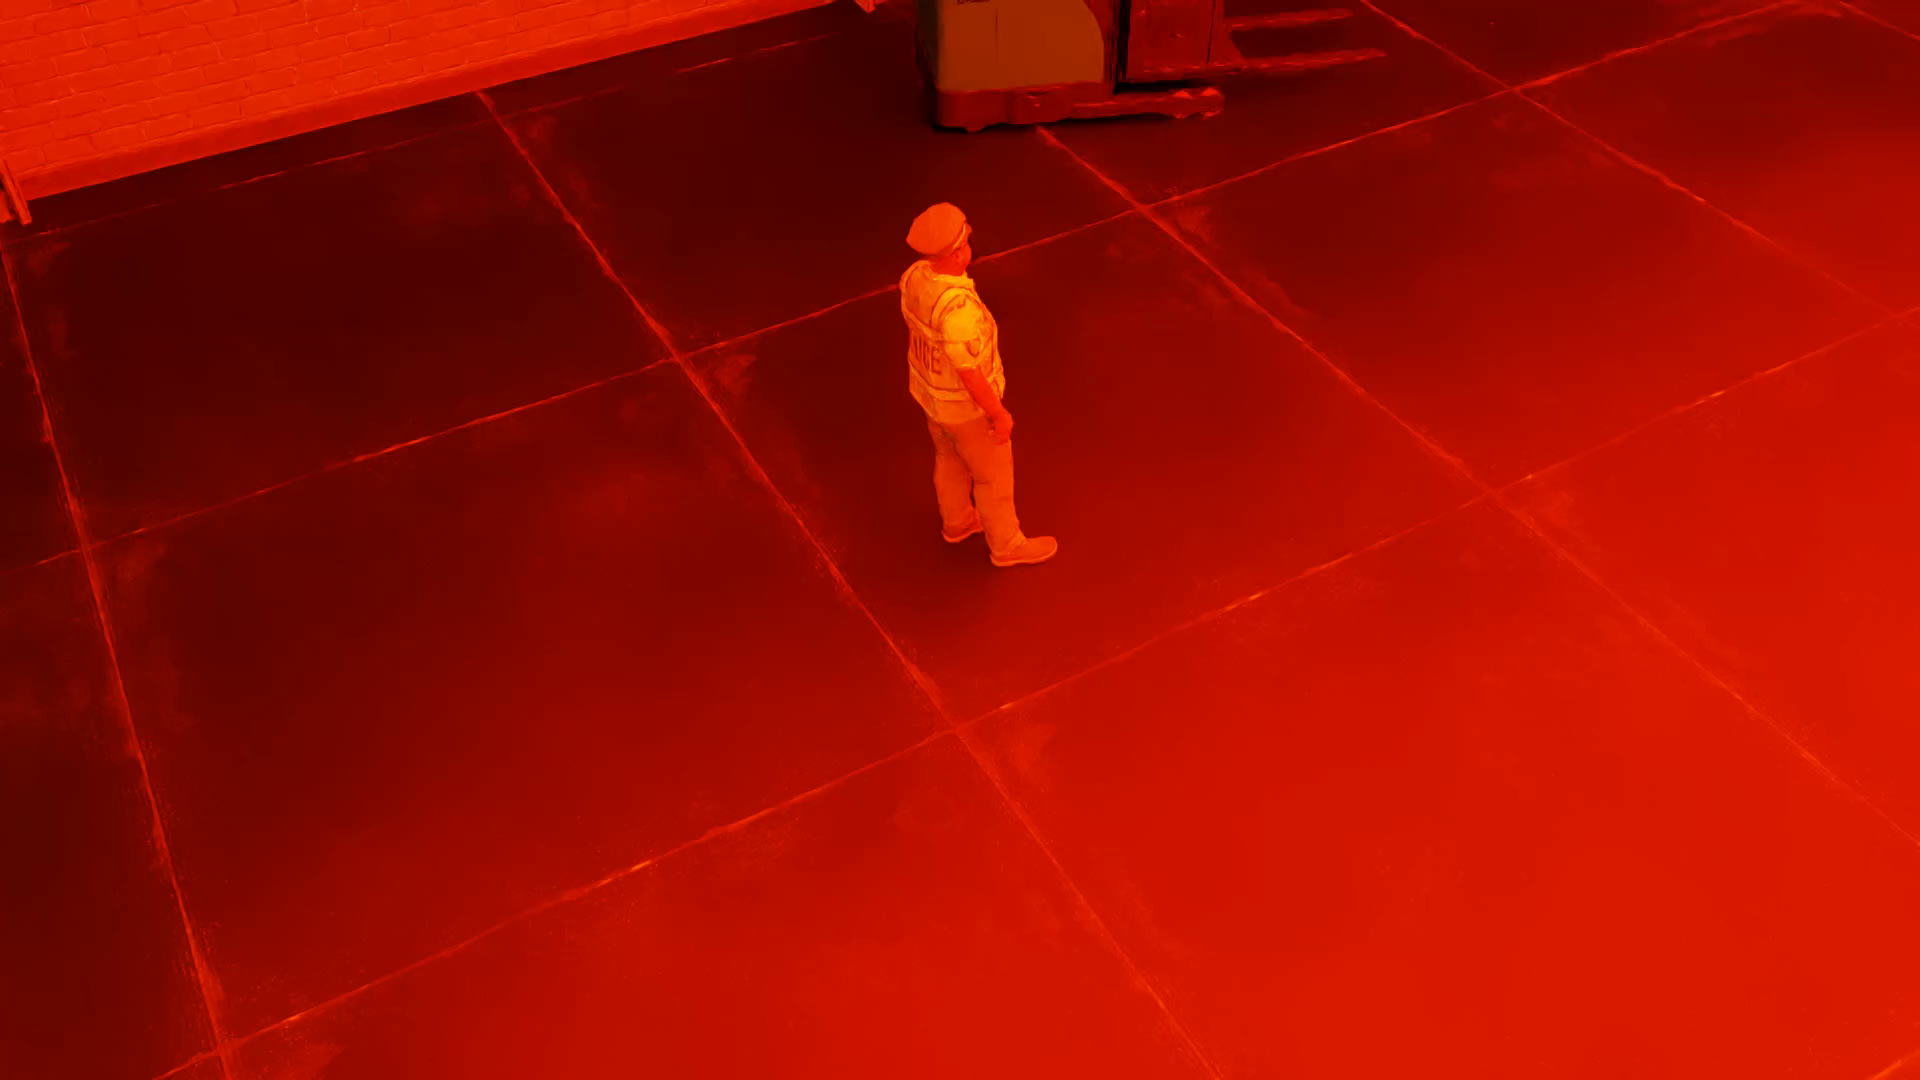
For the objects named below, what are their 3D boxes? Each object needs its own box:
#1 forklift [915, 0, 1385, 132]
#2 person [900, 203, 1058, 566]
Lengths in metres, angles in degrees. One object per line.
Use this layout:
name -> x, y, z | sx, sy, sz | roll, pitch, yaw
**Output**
forklift -> 1.263, -4.164, 10.188 | 3.031, 2.935, 1.130 | -7, 43, -7
person -> 0.073, -0.678, 7.263 | 0.574, 1.781, 0.640 | -21, 47, -21
